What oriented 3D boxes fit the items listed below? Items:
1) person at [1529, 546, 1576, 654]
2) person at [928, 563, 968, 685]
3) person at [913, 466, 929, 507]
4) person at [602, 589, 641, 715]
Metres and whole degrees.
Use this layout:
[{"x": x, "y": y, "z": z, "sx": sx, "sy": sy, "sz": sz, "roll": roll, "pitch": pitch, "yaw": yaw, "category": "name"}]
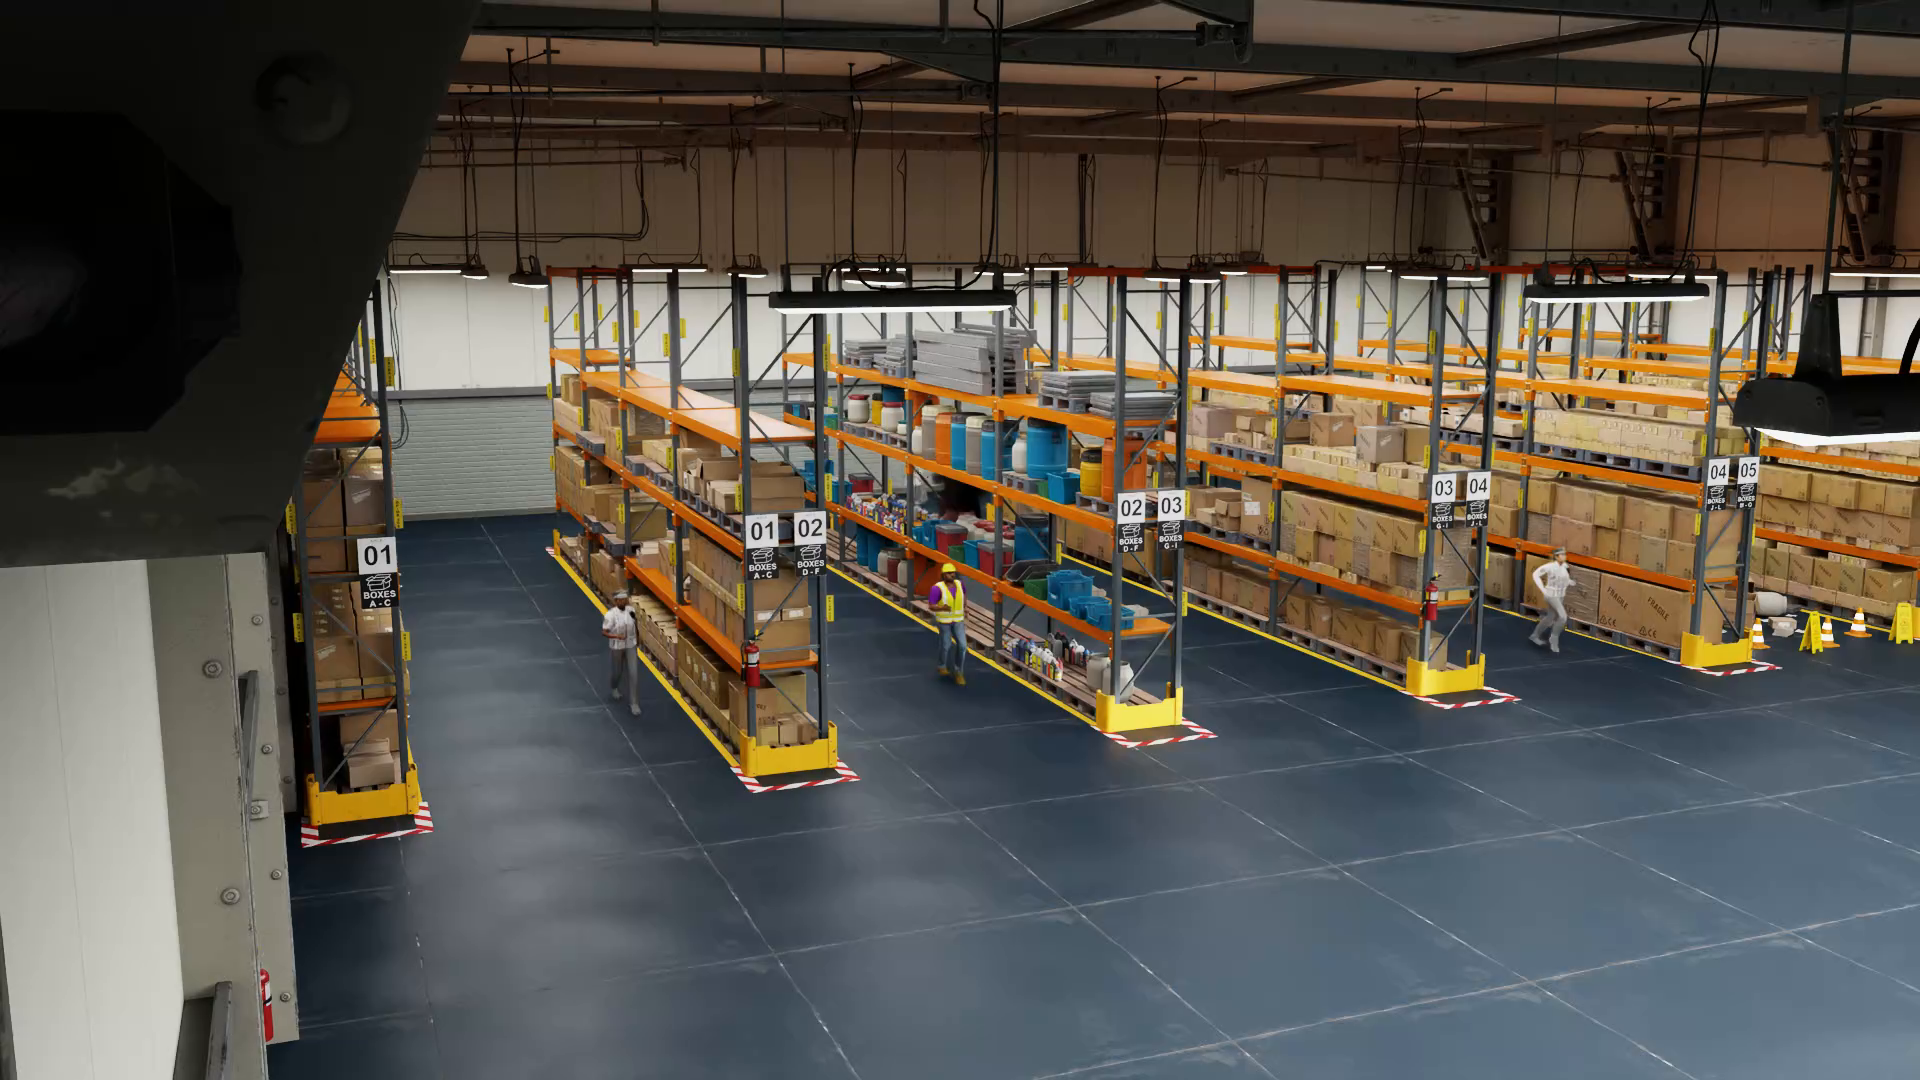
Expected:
[{"x": 9.466, "y": 0.929, "z": 26.526, "sx": 0.595, "sy": 1.720, "sz": 0.746, "roll": -7, "pitch": 12, "yaw": -35, "category": "person"}, {"x": -0.149, "y": 1.237, "z": 24.524, "sx": 0.672, "sy": 1.824, "sz": 0.762, "roll": -3, "pitch": 10, "yaw": -19, "category": "person"}, {"x": -0.997, "y": -1.322, "z": 39.229, "sx": 0.532, "sy": 1.732, "sz": 0.672, "roll": -1, "pitch": 10, "yaw": -8, "category": "person"}, {"x": -4.682, "y": 1.504, "z": 23.067, "sx": 0.573, "sy": 1.707, "sz": 0.932, "roll": -5, "pitch": 11, "yaw": -27, "category": "person"}]
